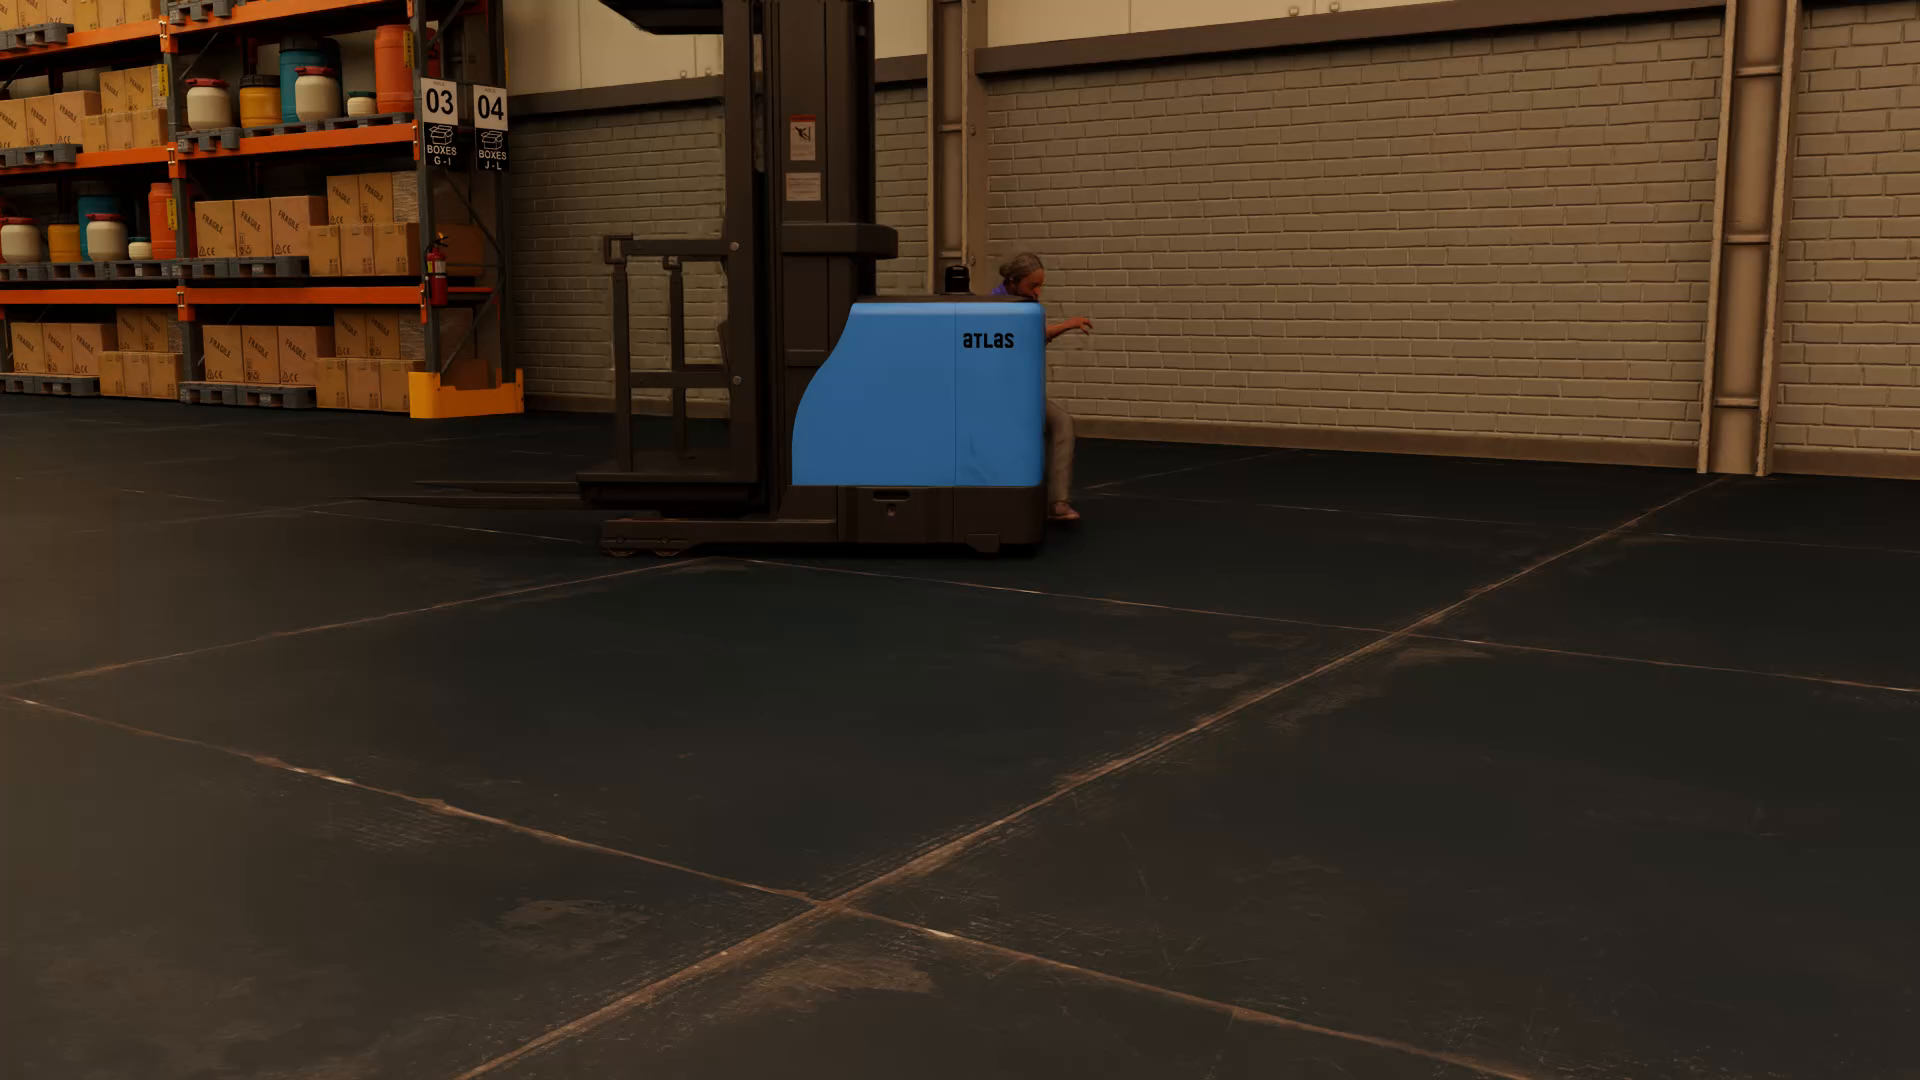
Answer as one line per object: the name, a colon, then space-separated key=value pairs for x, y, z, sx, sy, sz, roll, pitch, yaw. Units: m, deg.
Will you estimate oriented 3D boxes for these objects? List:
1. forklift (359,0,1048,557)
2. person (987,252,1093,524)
forklift: x=-1.126 y=-1.451 z=7.397 sx=3.031 sy=2.935 sz=1.130 roll=1 pitch=8 yaw=4
person: x=0.410 y=-0.748 z=8.327 sx=0.895 sy=1.365 sz=1.125 roll=7 pitch=11 yaw=41
